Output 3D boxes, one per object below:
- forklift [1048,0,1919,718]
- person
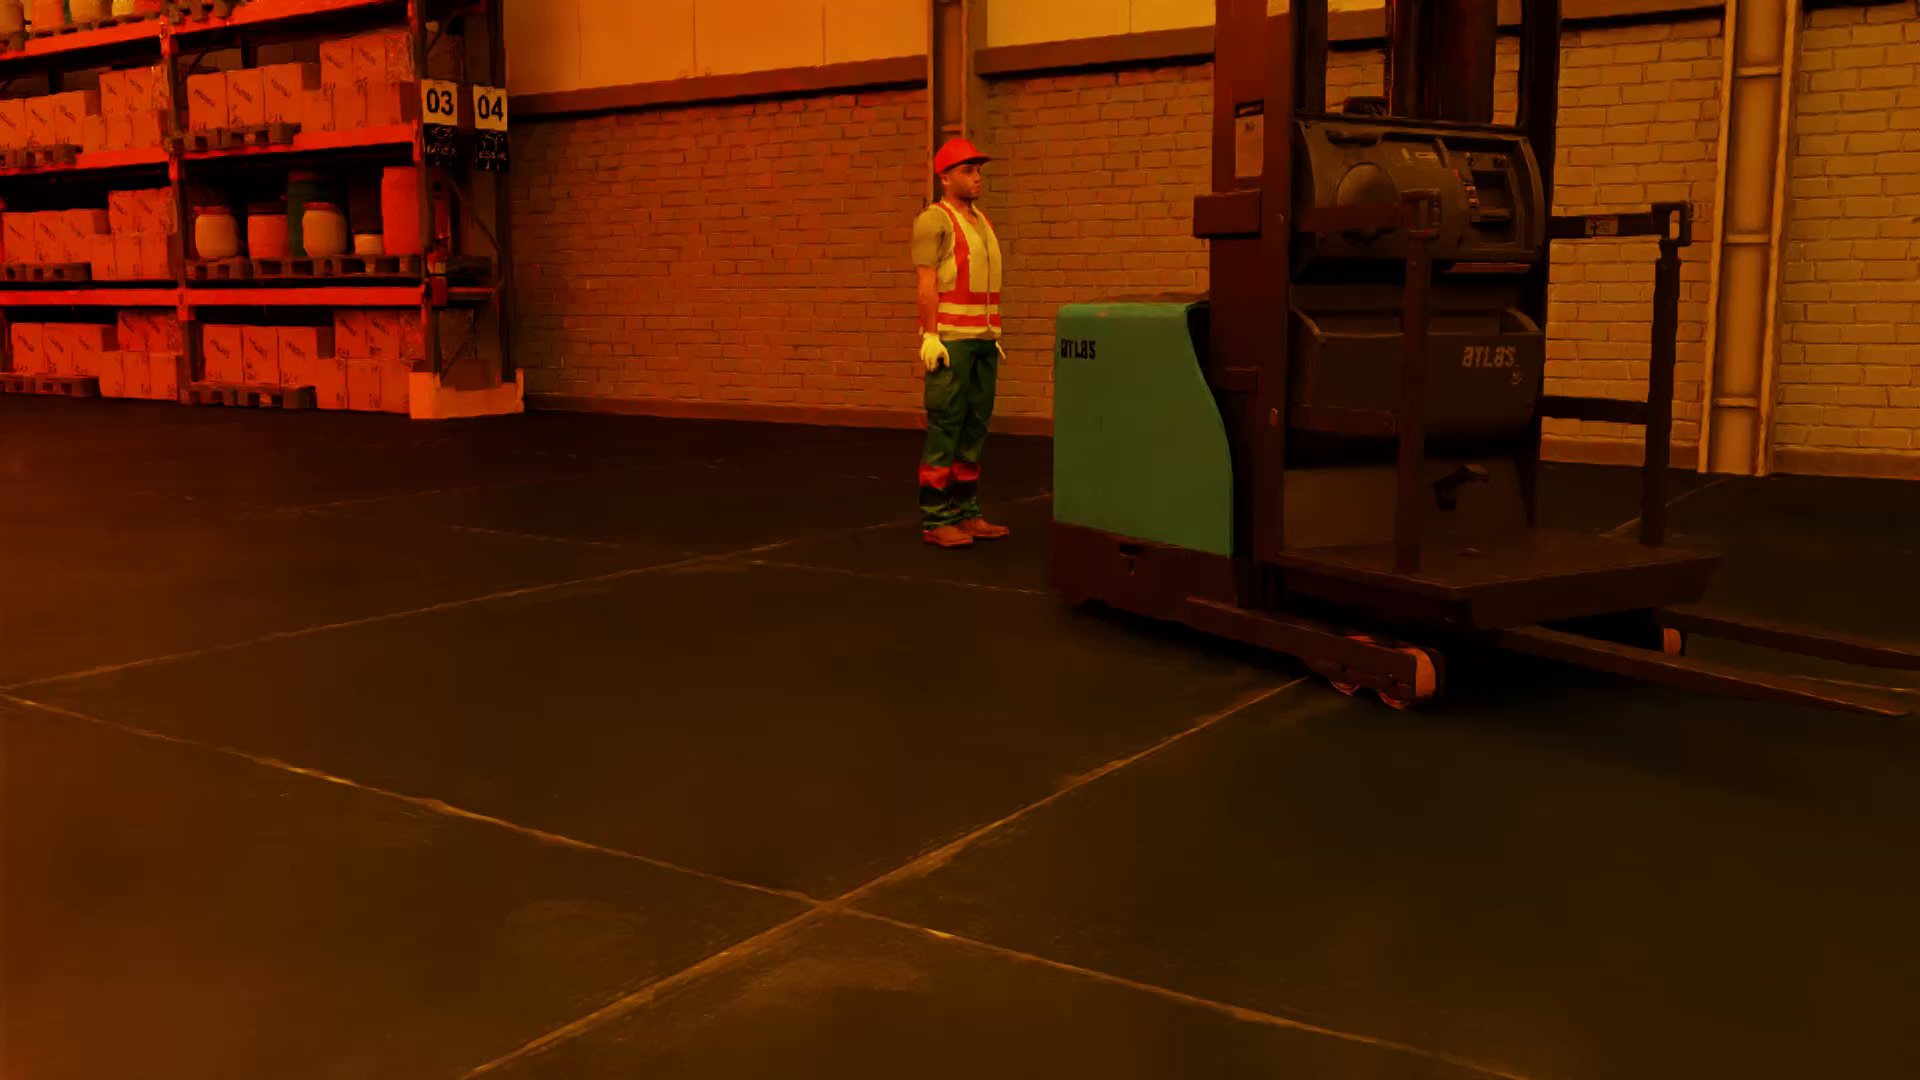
[{"bbox_3d":[1.486,-1.075,4.749,1.130,2.935,3.031,-5,9,-30],"label":"forklift"},{"bbox_3d":[0.018,-0.885,7.467,0.349,1.795,0.540,5,10,34],"label":"person"}]
